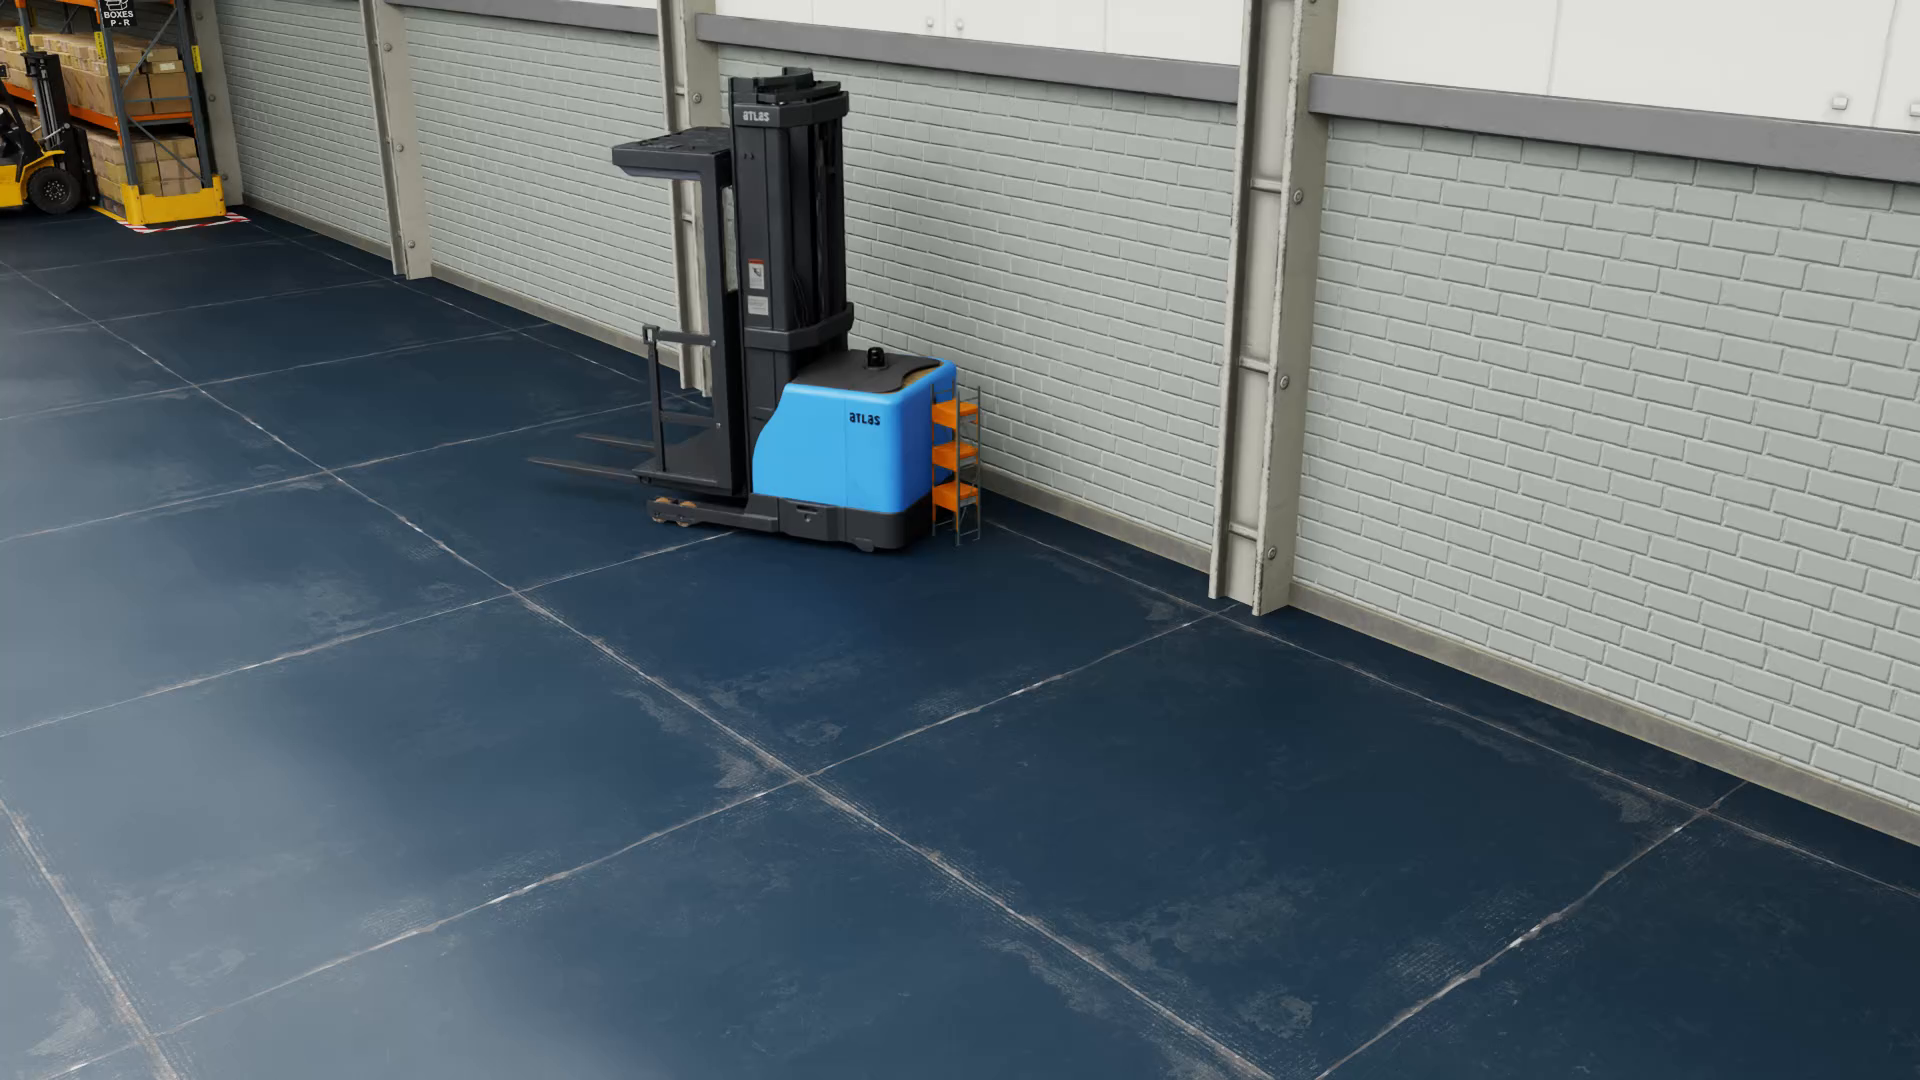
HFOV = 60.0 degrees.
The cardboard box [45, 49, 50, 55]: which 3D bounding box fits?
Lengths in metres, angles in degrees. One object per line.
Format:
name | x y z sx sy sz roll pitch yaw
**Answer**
cardboard box | -12.362 -6.683 22.907 0.380 0.149 0.250 -17 27 -36

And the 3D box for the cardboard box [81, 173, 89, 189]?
cardboard box | -11.765 -4.990 22.807 0.500 0.250 0.500 -16 27 -36

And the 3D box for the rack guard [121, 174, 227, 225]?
rack guard | -10.210 -4.432 21.614 1.175 0.500 0.348 -17 27 -37

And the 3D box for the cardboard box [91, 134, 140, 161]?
cardboard box | -11.100 -5.176 21.909 0.500 0.250 0.500 -17 27 -36

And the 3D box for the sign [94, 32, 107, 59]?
sign | -10.646 -6.126 20.600 0.100 0.325 0.005 -17 27 -37

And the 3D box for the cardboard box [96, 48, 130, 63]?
cardboard box | -10.804 -6.199 21.263 0.380 0.149 0.250 -17 27 -37

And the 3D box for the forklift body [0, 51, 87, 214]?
forklift body | -12.845 -5.297 21.558 2.313 2.155 1.214 -17 27 -37

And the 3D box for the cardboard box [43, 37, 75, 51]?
cardboard box | -12.351 -6.821 22.852 0.380 0.149 0.250 -17 27 -36

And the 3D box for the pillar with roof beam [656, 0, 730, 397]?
pillar with roof beam | -5.426 -4.462 10.038 9.100 9.000 0.400 -17 27 -37

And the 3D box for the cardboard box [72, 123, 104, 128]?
cardboard box | -12.099 -5.601 22.996 0.500 0.250 0.500 -16 27 -36

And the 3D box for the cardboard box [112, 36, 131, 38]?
cardboard box | -11.719 -6.898 23.049 0.380 0.149 0.250 -18 28 -38

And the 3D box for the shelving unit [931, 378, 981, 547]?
shelving unit | -0.025 -0.504 10.828 0.215 1.050 0.252 -19 28 -39

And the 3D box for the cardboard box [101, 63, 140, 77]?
cardboard box | -10.664 -5.980 21.112 0.380 0.149 0.250 -17 27 -37

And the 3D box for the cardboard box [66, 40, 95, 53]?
cardboard box | -11.776 -6.634 22.375 0.380 0.149 0.250 -17 27 -37

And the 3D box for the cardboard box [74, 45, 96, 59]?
cardboard box | -11.355 -6.397 21.769 0.380 0.149 0.250 -17 27 -36

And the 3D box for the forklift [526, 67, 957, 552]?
forklift | -1.571 -1.621 11.103 3.031 2.935 1.130 9 23 22

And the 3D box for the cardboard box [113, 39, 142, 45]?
cardboard box | -11.271 -6.667 22.459 0.380 0.149 0.250 -17 27 -37

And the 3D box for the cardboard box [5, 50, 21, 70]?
cardboard box | -13.692 -7.086 24.482 0.500 0.250 0.500 -18 28 -39

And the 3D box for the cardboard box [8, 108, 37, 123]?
cardboard box | -14.179 -6.362 25.795 0.875 0.625 0.625 -19 28 -40

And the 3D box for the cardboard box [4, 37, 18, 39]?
cardboard box | -13.925 -7.373 24.669 0.380 0.149 0.250 -18 28 -39

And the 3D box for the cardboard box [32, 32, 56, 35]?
cardboard box | -14.065 -7.700 25.504 0.380 0.149 0.250 -16 27 -36

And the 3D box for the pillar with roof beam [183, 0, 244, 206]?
pillar with roof beam | -13.259 -7.778 18.503 9.100 9.000 0.400 -17 27 -37

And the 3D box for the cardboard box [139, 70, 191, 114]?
cardboard box | -10.339 -5.852 21.675 0.500 0.500 0.500 -16 27 -36

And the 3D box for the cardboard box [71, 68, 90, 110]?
cardboard box | -11.412 -6.009 22.077 0.500 0.500 0.500 -18 28 -38

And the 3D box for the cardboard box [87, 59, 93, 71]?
cardboard box | -11.130 -6.201 21.676 0.380 0.149 0.250 -18 27 -38

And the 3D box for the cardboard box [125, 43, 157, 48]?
cardboard box | -10.762 -6.455 21.917 0.380 0.149 0.250 -17 27 -37

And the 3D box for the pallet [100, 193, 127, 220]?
pallet | -10.756 -4.505 22.197 1.003 0.211 1.213 -17 27 -37

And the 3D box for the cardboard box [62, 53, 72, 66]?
cardboard box | -11.834 -6.473 22.372 0.380 0.149 0.250 -18 28 -38

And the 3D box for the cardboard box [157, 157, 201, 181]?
cardboard box | -10.375 -4.930 21.966 0.500 0.250 0.500 -17 27 -36

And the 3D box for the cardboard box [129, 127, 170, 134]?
cardboard box | -11.043 -5.439 22.581 0.500 0.250 0.500 -18 27 -38

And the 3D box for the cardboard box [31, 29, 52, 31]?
cardboard box | -14.491 -7.936 26.108 0.380 0.149 0.250 -18 28 -38

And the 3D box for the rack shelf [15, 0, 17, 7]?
rack shelf | -14.142 -8.322 24.991 1.077 0.370 4.000 -17 27 -37

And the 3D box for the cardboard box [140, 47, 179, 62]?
cardboard box | -10.283 -6.233 21.351 0.380 0.149 0.250 -18 28 -38

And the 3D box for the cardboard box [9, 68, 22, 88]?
cardboard box | -13.696 -6.852 24.571 0.500 0.250 0.500 -18 27 -38

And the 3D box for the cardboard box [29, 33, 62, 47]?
cardboard box | -12.853 -7.036 23.400 0.380 0.149 0.250 -17 27 -36

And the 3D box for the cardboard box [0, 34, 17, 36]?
cardboard box | -14.369 -7.600 25.249 0.380 0.149 0.250 -17 27 -37

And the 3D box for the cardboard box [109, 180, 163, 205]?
cardboard box | -10.772 -4.572 21.739 0.500 0.250 0.500 -17 27 -37

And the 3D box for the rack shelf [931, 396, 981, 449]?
rack shelf | -0.027 -0.758 10.728 0.215 0.259 0.240 -19 28 -39

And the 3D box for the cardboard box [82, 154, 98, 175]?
cardboard box | -11.452 -5.089 22.373 0.500 0.250 0.500 -18 28 -39

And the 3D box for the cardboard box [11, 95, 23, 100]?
cardboard box | -15.552 -7.365 27.636 0.380 0.149 0.250 -16 26 -35

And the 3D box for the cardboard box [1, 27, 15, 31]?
cardboard box | -15.082 -8.119 26.575 0.380 0.149 0.250 -16 27 -36

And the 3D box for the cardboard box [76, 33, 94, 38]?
cardboard box | -12.267 -7.099 23.562 0.380 0.149 0.250 -18 28 -39

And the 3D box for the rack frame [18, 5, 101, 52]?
rack frame | -12.837 -6.707 23.996 1.000 3.000 0.127 -17 27 -37
